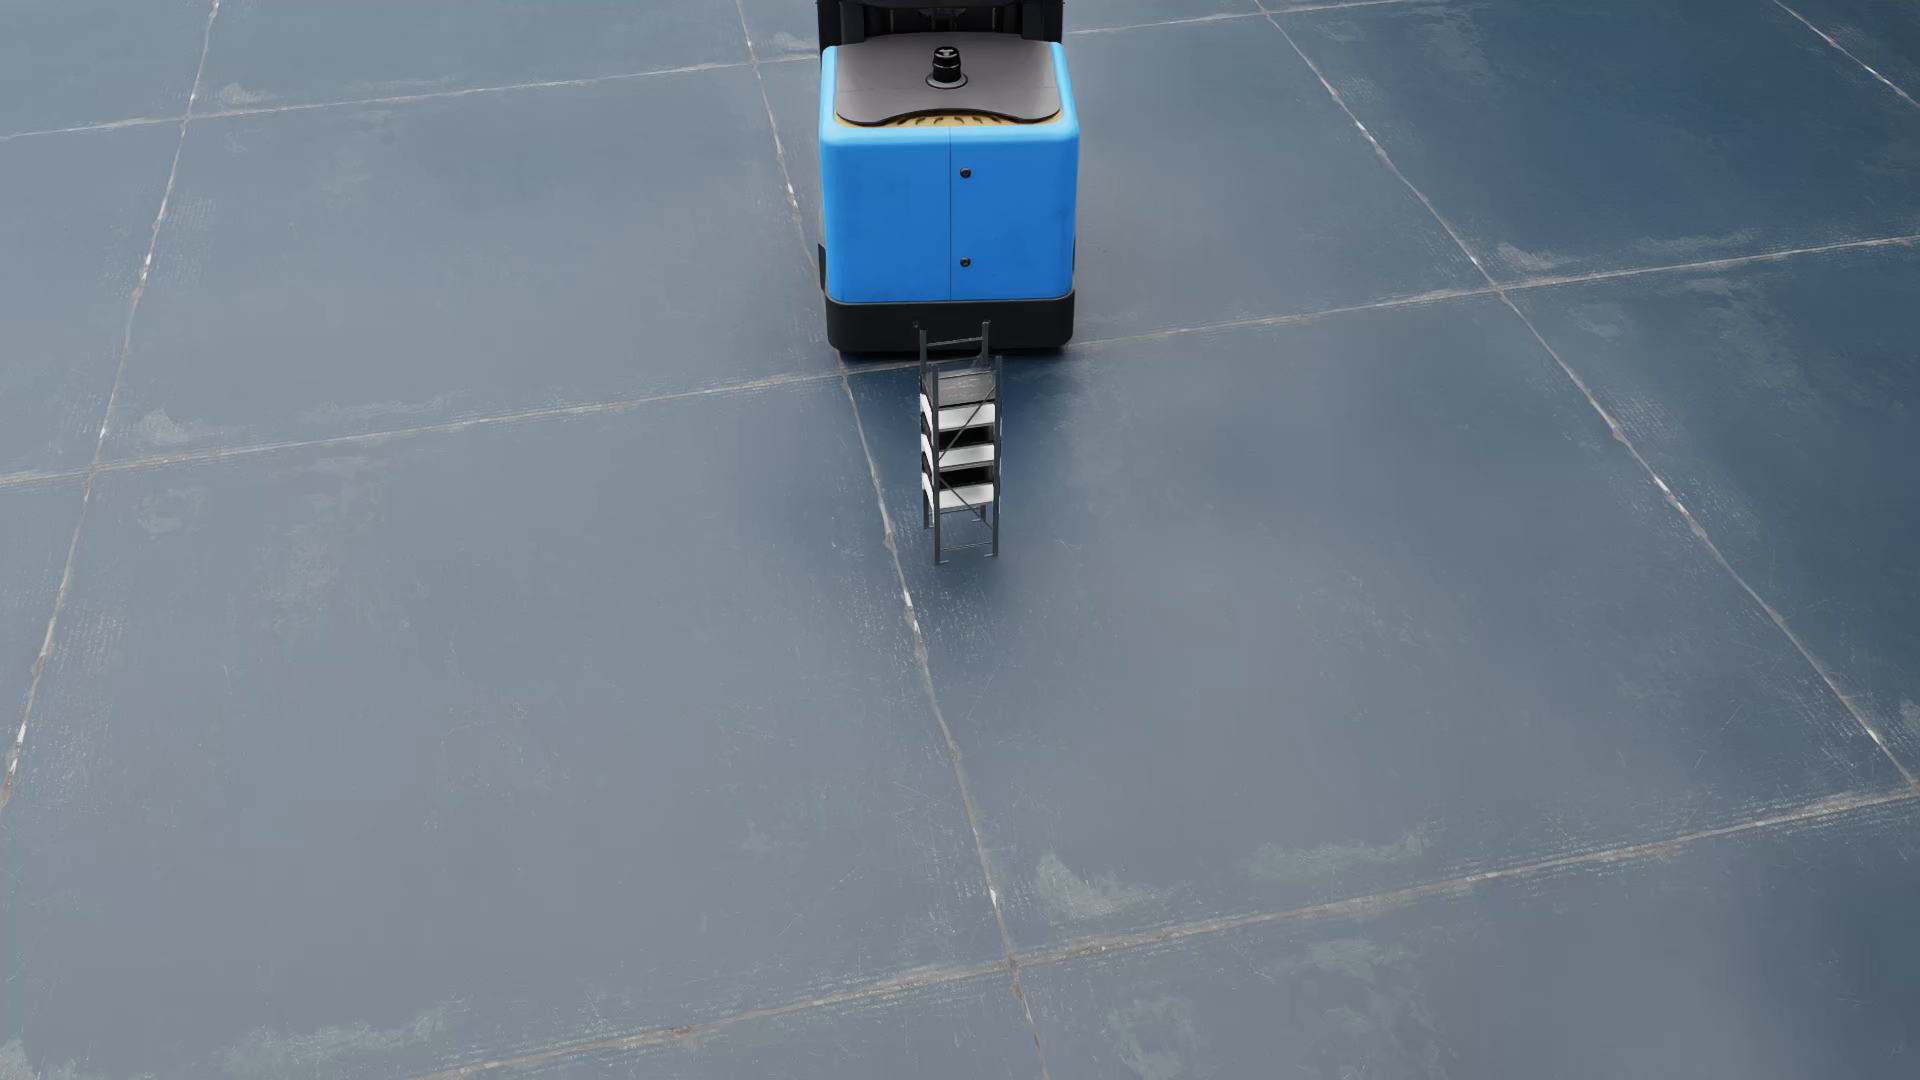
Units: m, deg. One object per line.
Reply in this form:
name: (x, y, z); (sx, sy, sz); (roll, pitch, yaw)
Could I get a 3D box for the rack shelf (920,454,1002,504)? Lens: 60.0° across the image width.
rack shelf: (0.002, -0.239, 6.027); (0.258, 0.077, 0.200); (-8, 42, -9)

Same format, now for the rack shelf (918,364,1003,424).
rack shelf: (0.002, -0.508, 5.788); (0.258, 0.077, 0.200); (-8, 42, -9)

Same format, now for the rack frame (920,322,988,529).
rack frame: (-0.020, -0.397, 6.020); (0.240, 0.900, 0.006); (-8, 42, -9)

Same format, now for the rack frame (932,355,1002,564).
rack frame: (0.024, -0.265, 5.871); (0.240, 0.900, 0.006); (-8, 42, -9)

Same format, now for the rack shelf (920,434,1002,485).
rack shelf: (0.002, -0.306, 5.967); (0.258, 0.077, 0.200); (-8, 42, -9)

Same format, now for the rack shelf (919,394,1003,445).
rack shelf: (0.002, -0.441, 5.848); (0.258, 0.077, 0.200); (-8, 42, -9)

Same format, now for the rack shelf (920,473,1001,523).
rack shelf: (0.002, -0.172, 6.087); (0.258, 0.077, 0.200); (-8, 42, -9)

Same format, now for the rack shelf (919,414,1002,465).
rack shelf: (0.002, -0.374, 5.908); (0.258, 0.077, 0.200); (-8, 42, -9)

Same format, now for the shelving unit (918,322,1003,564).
shelving unit: (0.002, -0.331, 5.945); (0.258, 0.900, 0.210); (-8, 42, -9)

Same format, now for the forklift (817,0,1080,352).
forklift: (-0.098, -2.852, 7.255); (1.130, 2.935, 3.031); (-2, 42, -2)
